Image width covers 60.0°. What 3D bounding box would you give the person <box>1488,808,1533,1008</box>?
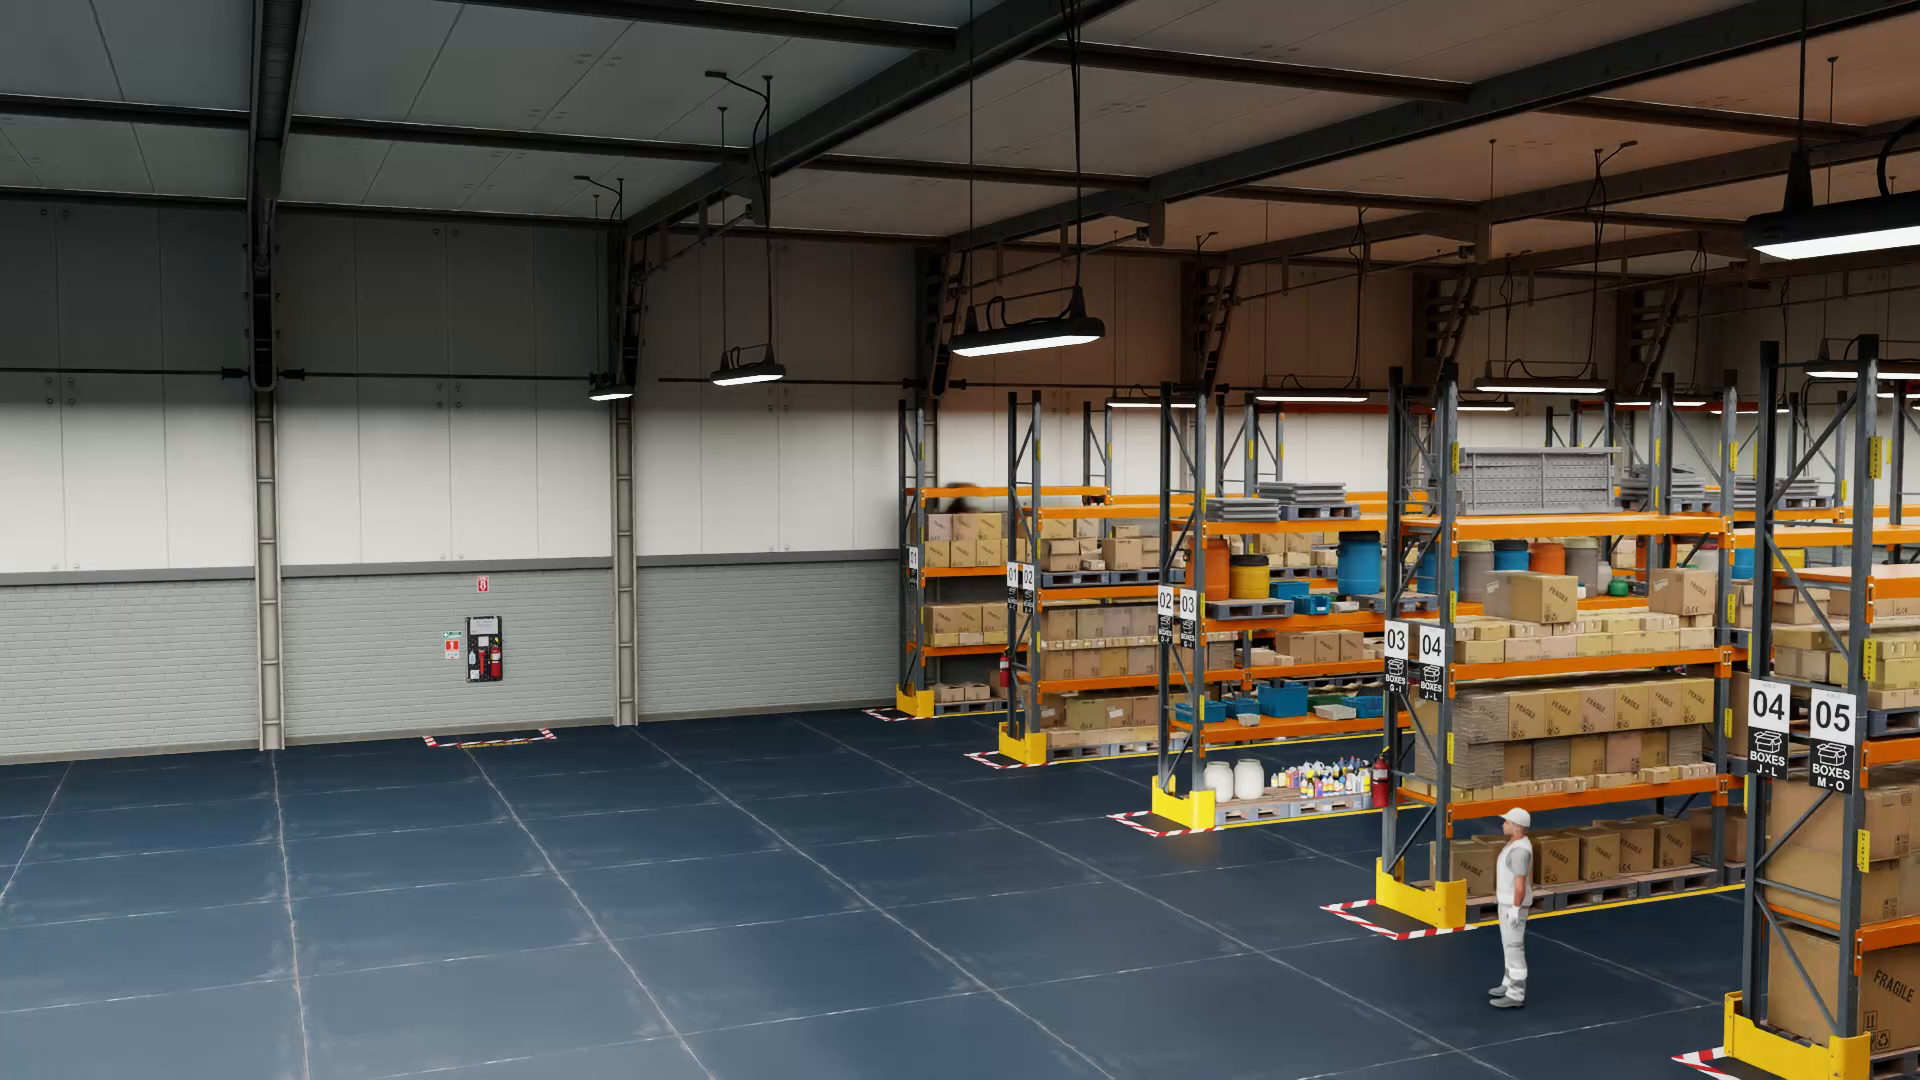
[{"bbox_3d":[5.084,3.360,15.353,0.385,1.797,0.585,1,3,10],"label":"person"}]
